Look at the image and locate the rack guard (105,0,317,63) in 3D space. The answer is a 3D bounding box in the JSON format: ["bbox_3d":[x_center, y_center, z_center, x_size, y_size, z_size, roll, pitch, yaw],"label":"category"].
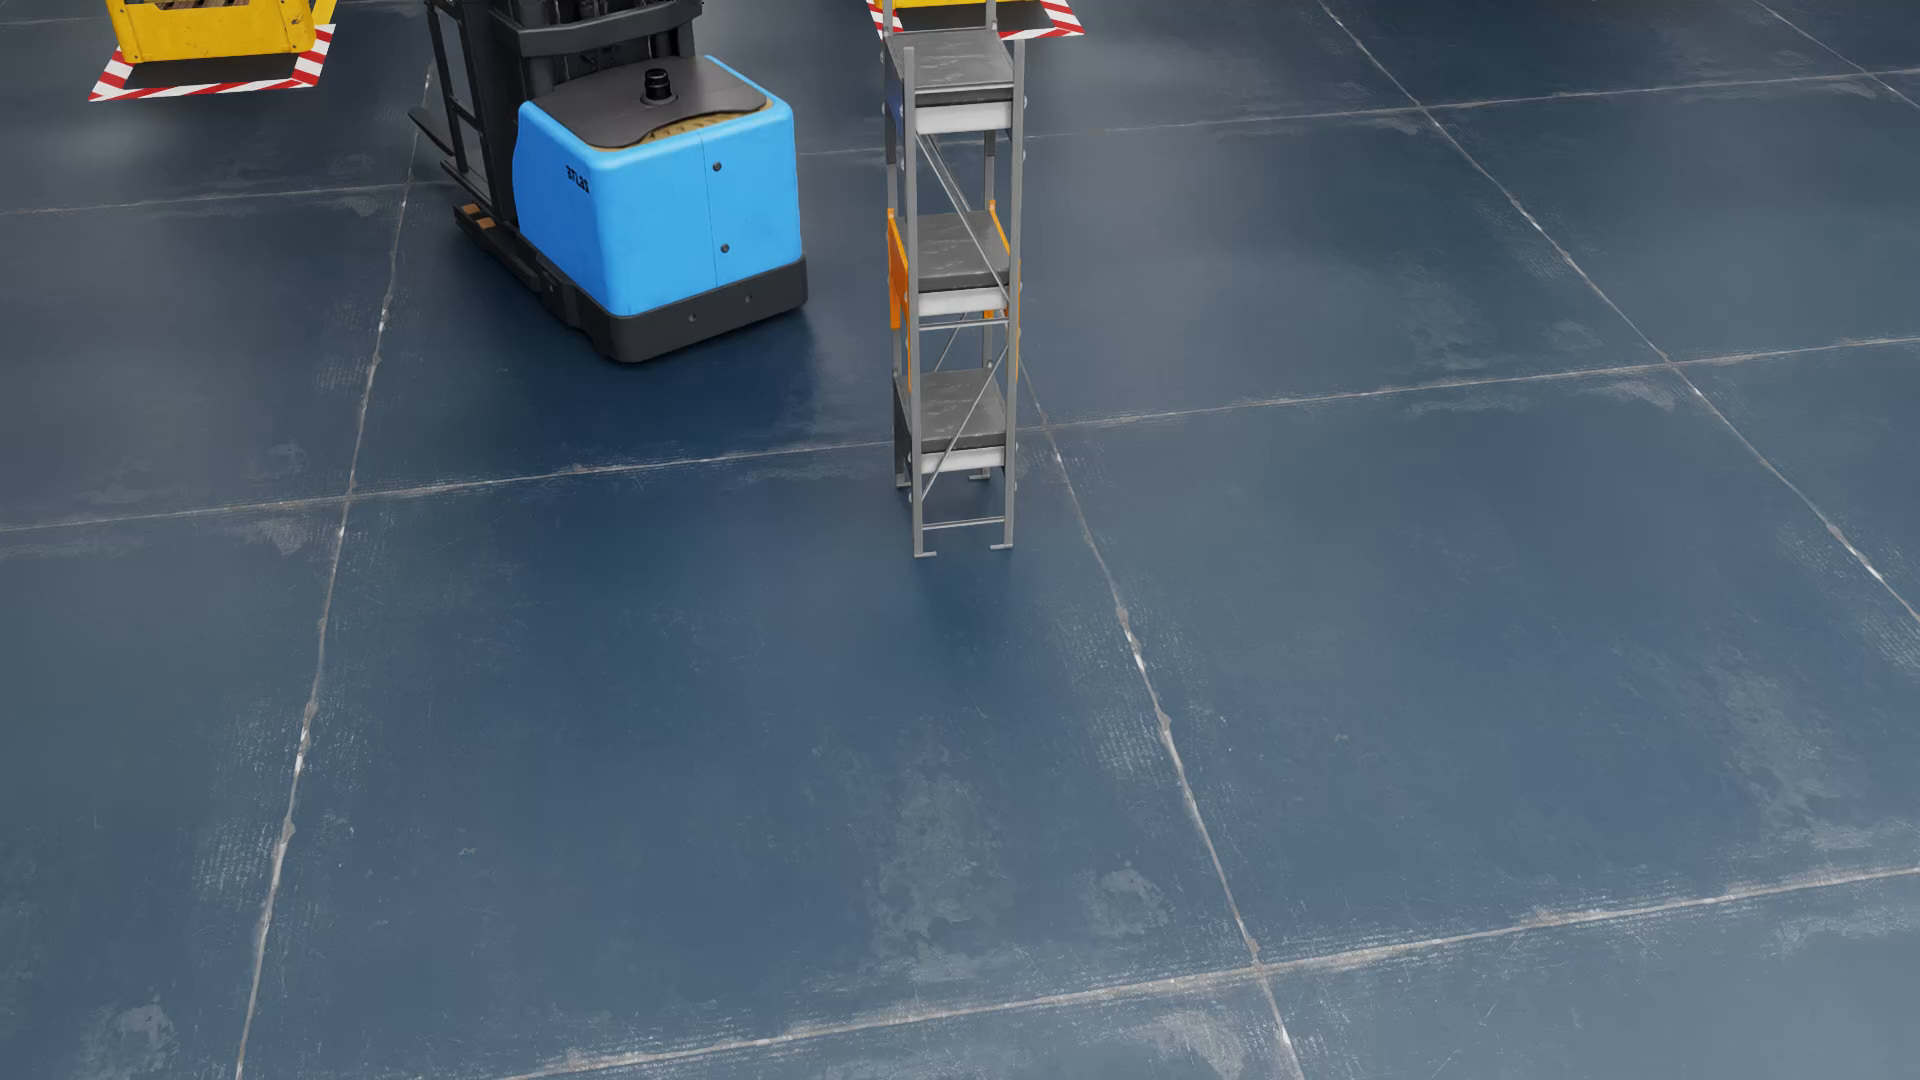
[{"bbox_3d":[-4.839,-3.424,10.750,1.175,0.500,0.348,-6,38,-8],"label":"rack guard"}]

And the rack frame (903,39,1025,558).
[{"bbox_3d":[0.014,-0.782,6.045,0.400,2.100,0.015,-6,38,-8],"label":"rack frame"}]

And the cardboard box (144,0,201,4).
[{"bbox_3d":[-5.229,-3.798,11.093,0.500,0.250,0.500,-6,38,-8],"label":"cardboard box"}]

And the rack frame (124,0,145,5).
[{"bbox_3d":[-4.844,-4.426,10.002,1.000,3.000,0.127,-6,38,-8],"label":"rack frame"}]

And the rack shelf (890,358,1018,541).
[{"bbox_3d":[-0.029,-0.366,6.672,0.431,0.518,0.480,-6,38,-8],"label":"rack shelf"}]

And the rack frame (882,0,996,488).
[{"bbox_3d":[-0.072,-1.077,6.424,0.400,2.100,0.015,-6,38,-8],"label":"rack frame"}]

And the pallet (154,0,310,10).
[{"bbox_3d":[-5.019,-3.782,11.446,1.003,0.211,1.213,-6,38,-8],"label":"pallet"}]

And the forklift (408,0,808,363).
[{"bbox_3d":[-2.020,-2.833,8.008,1.130,2.935,3.031,-24,44,-28],"label":"forklift"}]

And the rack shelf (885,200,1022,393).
[{"bbox_3d":[-0.029,-0.918,6.243,0.431,0.518,0.480,-6,38,-8],"label":"rack shelf"}]

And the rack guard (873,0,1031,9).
[{"bbox_3d":[-0.026,-4.010,11.504,1.175,0.500,0.348,-6,38,-8],"label":"rack guard"}]

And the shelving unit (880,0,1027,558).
[{"bbox_3d":[-0.029,-0.929,6.235,0.431,2.100,0.503,-6,38,-8],"label":"shelving unit"}]

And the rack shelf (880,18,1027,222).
[{"bbox_3d":[-0.029,-1.471,5.813,0.431,0.518,0.480,-6,38,-8],"label":"rack shelf"}]
